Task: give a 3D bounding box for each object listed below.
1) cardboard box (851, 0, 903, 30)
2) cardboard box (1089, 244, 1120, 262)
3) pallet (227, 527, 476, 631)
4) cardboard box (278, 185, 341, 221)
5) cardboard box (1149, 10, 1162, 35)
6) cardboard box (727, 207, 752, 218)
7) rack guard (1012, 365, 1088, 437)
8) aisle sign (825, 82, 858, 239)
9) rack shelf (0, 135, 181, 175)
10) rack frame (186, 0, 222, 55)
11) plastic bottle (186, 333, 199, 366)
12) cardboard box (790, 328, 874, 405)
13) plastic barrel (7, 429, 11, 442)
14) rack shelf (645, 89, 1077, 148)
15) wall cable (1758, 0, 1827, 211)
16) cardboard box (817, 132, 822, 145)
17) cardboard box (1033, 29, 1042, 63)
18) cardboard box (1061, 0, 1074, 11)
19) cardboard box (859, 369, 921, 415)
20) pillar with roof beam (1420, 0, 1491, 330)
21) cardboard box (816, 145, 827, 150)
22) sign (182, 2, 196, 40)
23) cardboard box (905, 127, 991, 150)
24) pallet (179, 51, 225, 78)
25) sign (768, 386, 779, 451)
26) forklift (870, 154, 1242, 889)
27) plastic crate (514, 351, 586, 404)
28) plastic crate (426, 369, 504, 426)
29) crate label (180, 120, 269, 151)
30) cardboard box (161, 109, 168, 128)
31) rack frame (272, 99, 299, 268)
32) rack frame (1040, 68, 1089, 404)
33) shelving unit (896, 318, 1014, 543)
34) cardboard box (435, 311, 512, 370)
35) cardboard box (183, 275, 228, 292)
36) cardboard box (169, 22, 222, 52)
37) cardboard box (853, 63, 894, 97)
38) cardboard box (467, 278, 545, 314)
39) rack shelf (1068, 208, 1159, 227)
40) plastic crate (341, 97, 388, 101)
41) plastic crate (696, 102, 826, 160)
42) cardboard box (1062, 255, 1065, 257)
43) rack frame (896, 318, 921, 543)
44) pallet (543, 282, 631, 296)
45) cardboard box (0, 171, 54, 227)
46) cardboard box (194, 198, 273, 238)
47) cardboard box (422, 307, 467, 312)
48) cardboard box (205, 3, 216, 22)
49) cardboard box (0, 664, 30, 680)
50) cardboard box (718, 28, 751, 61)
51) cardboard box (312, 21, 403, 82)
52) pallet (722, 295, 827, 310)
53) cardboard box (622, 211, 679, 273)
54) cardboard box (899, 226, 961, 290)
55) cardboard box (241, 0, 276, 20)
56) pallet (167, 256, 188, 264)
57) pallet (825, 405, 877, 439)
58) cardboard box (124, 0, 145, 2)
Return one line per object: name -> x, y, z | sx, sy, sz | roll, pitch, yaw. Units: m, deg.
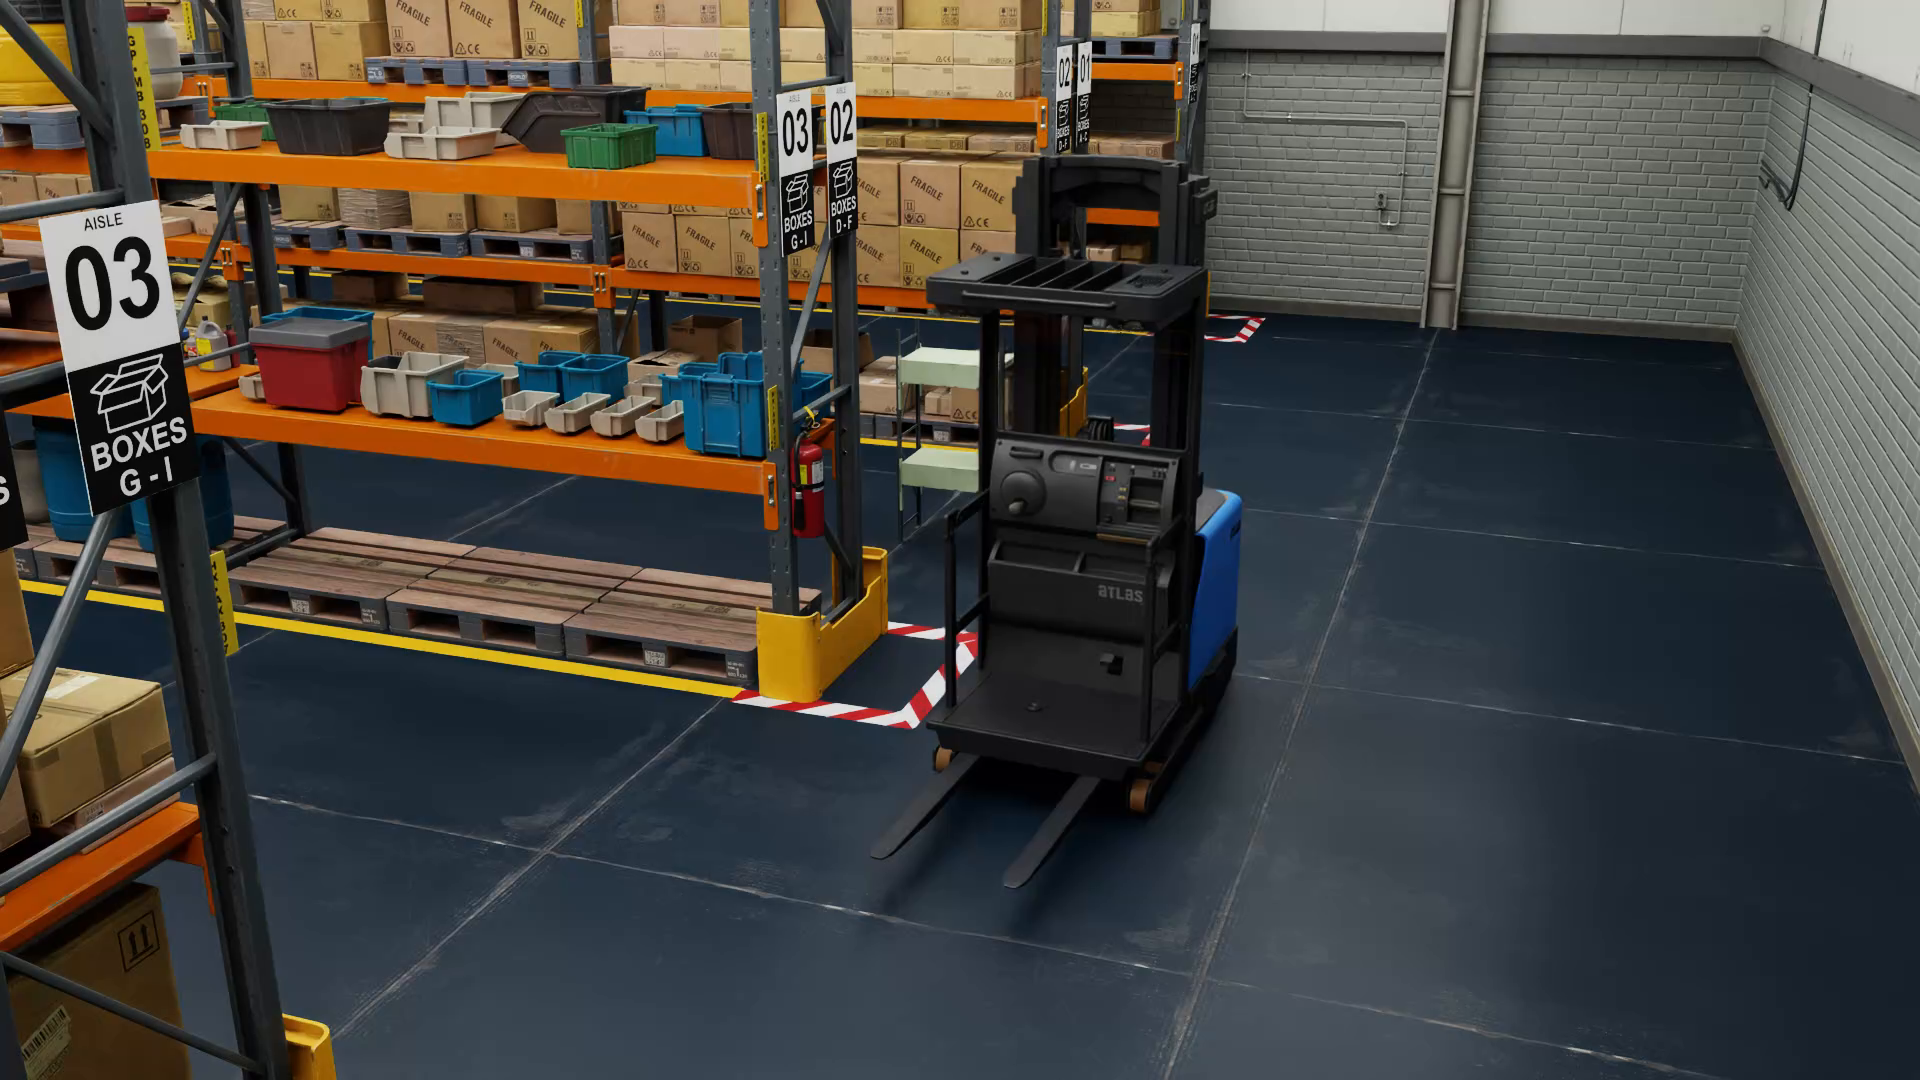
cardboard box -> -0.609, -4.349, 13.268 | 0.500, 0.500, 0.700 | 7, 20, 18
cardboard box -> 1.581, -3.129, 18.168 | 0.250, 0.149, 0.380 | 6, 20, 17
pallet -> -3.866, 0.230, 10.596 | 1.213, 0.211, 1.003 | 7, 20, 18
cardboard box -> -6.091, -3.339, 15.807 | 0.500, 0.500, 0.700 | 0, 19, 0
cardboard box -> 1.847, -5.549, 17.818 | 0.500, 0.250, 0.500 | 8, 21, 21
cardboard box -> -1.619, -2.964, 13.850 | 0.500, 0.500, 0.500 | 6, 20, 16
rack guard -> 0.762, -1.090, 13.943 | 0.348, 0.500, 1.175 | 7, 20, 18
aisle sign -> -0.630, -2.034, 8.906 | 0.004, 0.787, 0.394 | 7, 20, 18
rack shelf -> -6.463, -2.447, 10.575 | 4.000, 0.370, 1.077 | 7, 20, 18
rack frame -> -6.723, -5.959, 15.000 | 0.127, 3.000, 1.000 | 7, 20, 18
plastic bottle -> -5.021, -1.254, 10.918 | 0.097, 0.201, 0.097 | 0, 19, 0
cardboard box -> -1.168, -1.522, 14.509 | 0.637, 0.503, 0.797 | 7, 20, 18
plastic barrel -> -6.818, -0.476, 11.411 | 0.708, 0.588, 0.600 | 7, 20, 18
rack shelf -> -1.055, -3.555, 13.753 | 4.000, 0.370, 1.077 | 7, 20, 18
wall cable -> 7.681, -4.447, 15.380 | 0.112, 2.526, 3.097 | 7, 20, 18
cardboard box -> -1.841, -4.403, 19.017 | 0.500, 0.500, 0.500 | 6, 20, 17
cardboard box -> 0.434, -3.980, 13.348 | 0.500, 0.250, 0.500 | 7, 20, 18
cardboard box -> 1.206, -5.799, 17.398 | 0.500, 0.500, 0.500 | 7, 20, 20
cardboard box -> -0.648, -1.265, 14.158 | 0.500, 0.250, 0.500 | 7, 20, 18
pillar with roof beam -> 3.878, -5.274, 13.035 | 0.400, 9.000, 9.100 | 7, 20, 18
cardboard box -> -1.421, -3.130, 14.328 | 0.500, 0.500, 0.500 | 7, 20, 18
sign -> -6.913, -4.652, 14.903 | 0.005, 0.325, 0.100 | 7, 20, 18
cardboard box -> -0.128, -4.232, 18.704 | 0.700, 0.700, 0.980 | 6, 20, 17
pallet -> -7.394, -4.499, 15.655 | 1.003, 0.211, 1.213 | 8, 21, 21
sign -> -0.960, -0.627, 8.568 | 0.005, 0.325, 0.100 | 7, 20, 18
forklift -> 0.512, -0.248, 7.836 | 1.130, 2.935, 3.031 | 8, 21, 22
plastic crate -> -2.448, -0.975, 9.980 | 0.300, 0.233, 0.416 | 7, 20, 18
plastic crate -> -2.819, -0.814, 9.516 | 0.300, 0.233, 0.416 | 7, 20, 18
crate label -> -4.206, -2.304, 9.471 | 0.466, 0.136, 0.293 | 7, 20, 18
cardboard box -> -10.373, -5.456, 21.730 | 0.500, 0.500, 0.500 | 6, 20, 16
rack frame -> -8.880, -5.099, 21.646 | 0.127, 3.000, 1.000 | 7, 20, 18
rack frame -> 0.834, -2.262, 13.508 | 0.127, 3.000, 1.000 | 7, 20, 18
shelving unit -> -0.006, -0.709, 11.331 | 0.755, 1.500, 0.431 | 7, 20, 18
cardboard box -> -4.443, -1.796, 15.300 | 0.500, 0.500, 0.500 | 7, 20, 19
cardboard box -> -7.620, -2.493, 16.858 | 0.500, 0.311, 0.500 | 6, 20, 17
cardboard box -> -7.170, -4.701, 15.539 | 0.500, 0.250, 0.500 | 5, 20, 14
cardboard box -> -0.683, -3.688, 13.271 | 0.500, 0.250, 0.500 | 7, 20, 18
cardboard box -> -4.266, -2.312, 15.640 | 0.500, 0.250, 0.500 | 7, 20, 18
rack shelf -> 0.567, -3.679, 18.666 | 4.000, 0.370, 1.077 | 7, 20, 18
plastic crate -> -3.609, -2.493, 9.867 | 0.300, 0.233, 0.416 | 7, 20, 18
plastic crate -> -1.067, -2.205, 8.987 | 0.590, 0.269, 0.497 | 7, 20, 18
cardboard box -> 1.289, -2.919, 18.553 | 0.500, 0.500, 0.700 | 6, 20, 18
rack frame -> -0.352, -0.748, 11.445 | 0.023, 1.500, 0.400 | 7, 20, 18
pallet -> -4.381, -3.241, 20.554 | 1.213, 0.211, 1.003 | 7, 20, 18
cardboard box -> -9.284, -3.460, 16.794 | 0.500, 0.500, 0.500 | 8, 21, 22
cardboard box -> -7.052, -3.137, 16.154 | 0.500, 0.311, 0.500 | 8, 21, 21
cardboard box -> -4.776, -2.015, 15.928 | 0.500, 0.500, 0.500 | 6, 20, 16
cardboard box -> -9.440, -6.550, 21.070 | 0.500, 0.500, 0.500 | 7, 20, 20
cardboard box -> -3.279, 0.558, 5.194 | 0.500, 0.250, 0.500 | 6, 20, 17
cardboard box -> -1.625, -4.035, 13.505 | 0.500, 0.250, 0.500 | 7, 20, 18
cardboard box -> -5.327, -4.442, 15.053 | 0.500, 0.500, 0.910 | 7, 20, 18
pallet -> -2.076, -2.978, 19.798 | 1.213, 0.211, 1.003 | 7, 20, 18
cardboard box -> -2.553, -2.601, 14.330 | 0.500, 0.500, 0.500 | 7, 20, 19
cardboard box -> -0.170, -2.328, 13.545 | 0.500, 0.500, 0.500 | 7, 20, 19
cardboard box -> -6.313, -5.013, 15.172 | 0.500, 0.500, 0.500 | 7, 20, 18
pallet -> -10.682, -3.975, 22.658 | 1.213, 0.211, 1.003 | 7, 20, 18
pallet -> -1.140, -1.171, 14.617 | 1.213, 0.211, 1.003 | 7, 20, 18
cardboard box -> -10.460, -7.123, 21.195 | 0.500, 0.500, 0.500 | 6, 20, 16
